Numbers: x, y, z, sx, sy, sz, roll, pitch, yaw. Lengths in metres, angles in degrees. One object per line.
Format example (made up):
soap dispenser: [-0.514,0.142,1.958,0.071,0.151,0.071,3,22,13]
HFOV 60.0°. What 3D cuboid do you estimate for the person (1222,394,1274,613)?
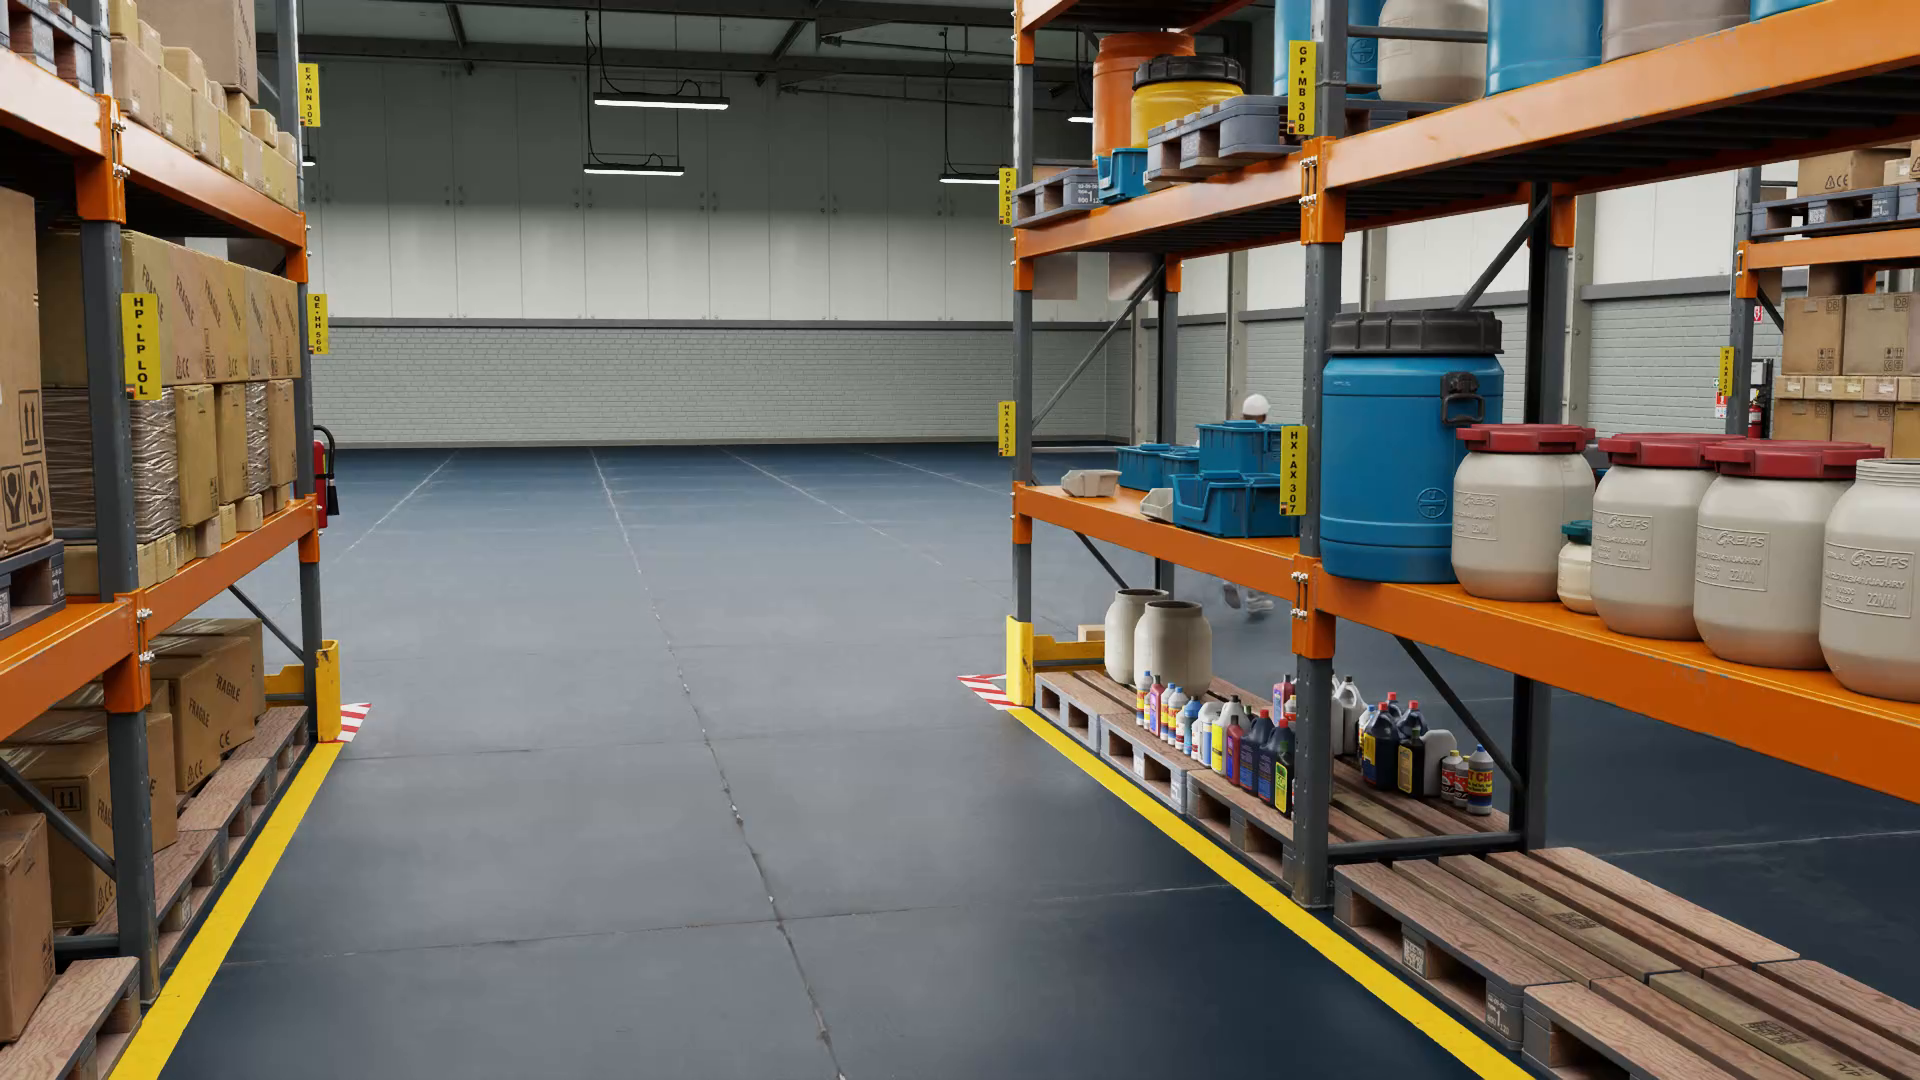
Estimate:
person: [2.390,-0.298,13.422,0.562,1.756,0.476,6,8,43]
